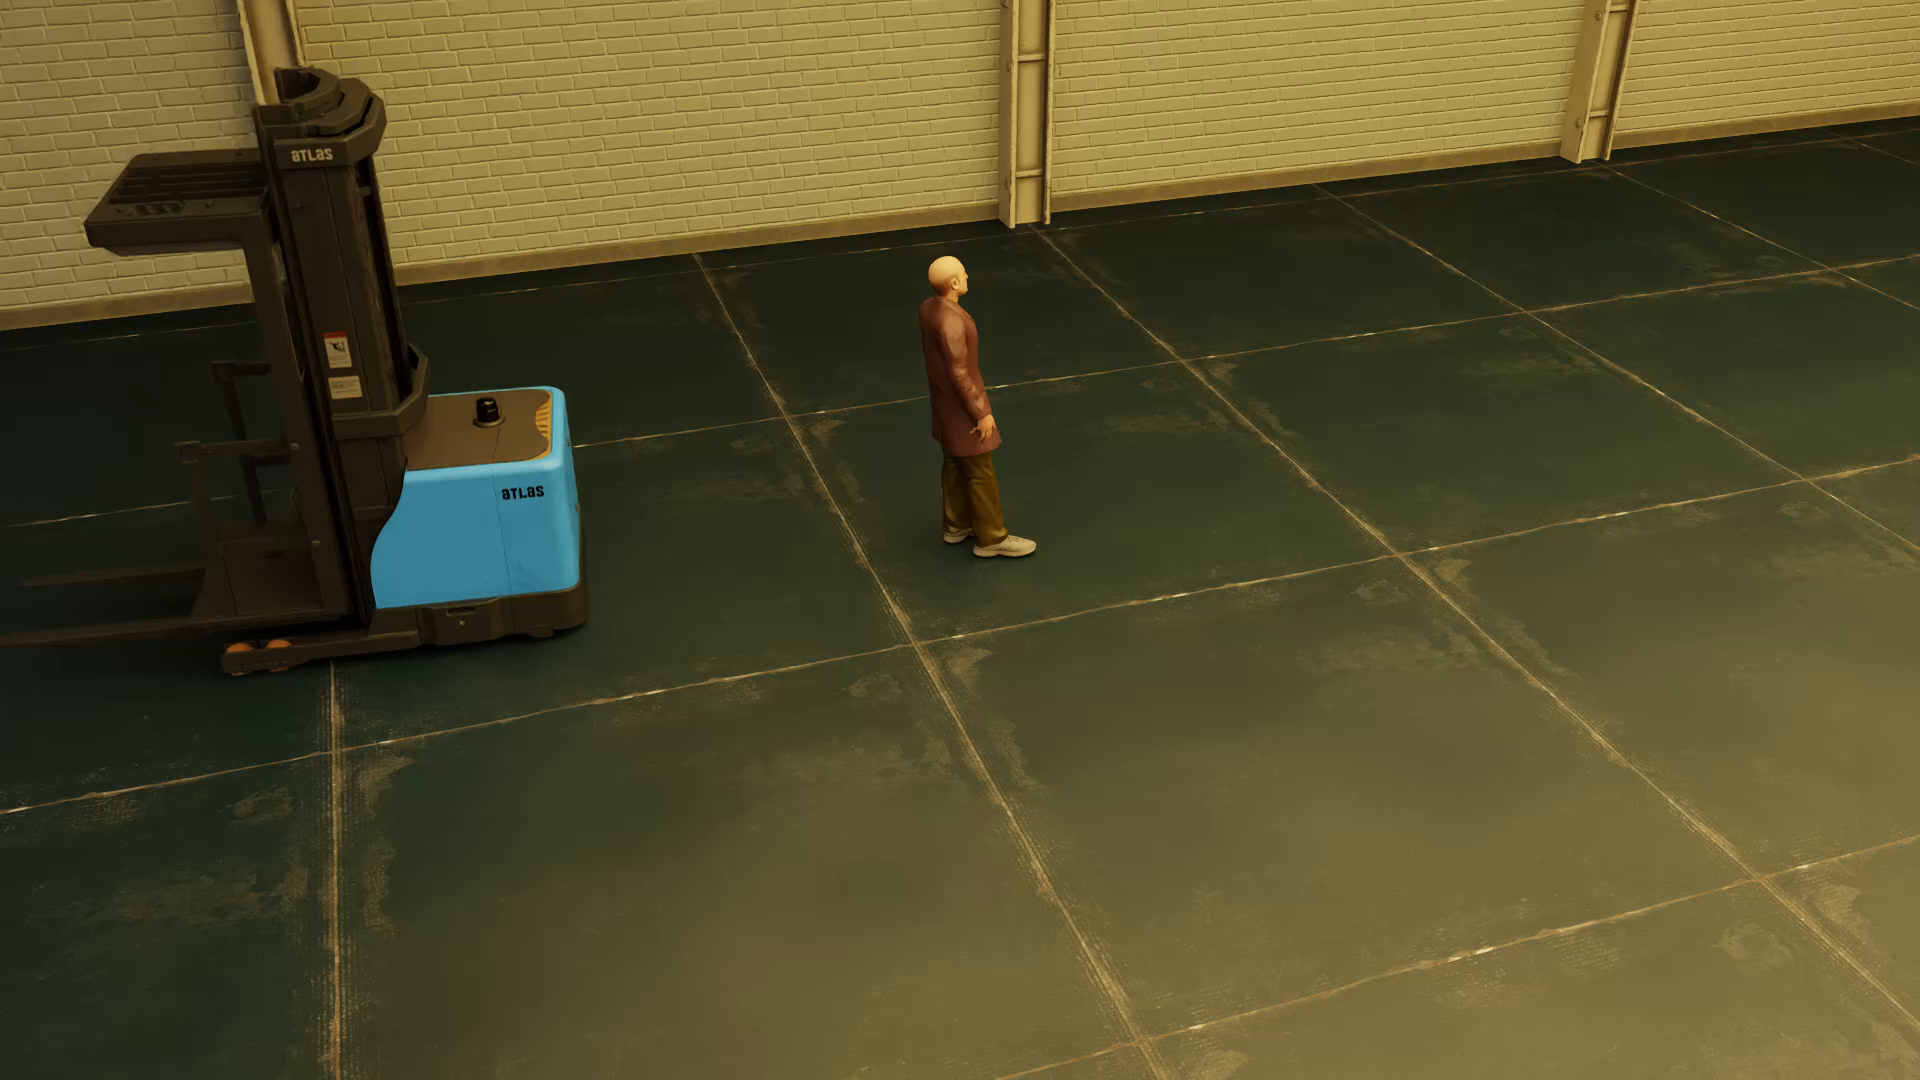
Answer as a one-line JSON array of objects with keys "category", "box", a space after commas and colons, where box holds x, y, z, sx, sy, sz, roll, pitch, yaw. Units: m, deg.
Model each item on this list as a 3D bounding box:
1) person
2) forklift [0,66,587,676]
[{"category": "person", "box": [0.088, -0.790, 9.601, 0.579, 1.778, 0.698, -10, 31, -16]}, {"category": "forklift", "box": [-3.622, -0.842, 8.550, 3.031, 2.935, 1.130, -6, 30, -10]}]
